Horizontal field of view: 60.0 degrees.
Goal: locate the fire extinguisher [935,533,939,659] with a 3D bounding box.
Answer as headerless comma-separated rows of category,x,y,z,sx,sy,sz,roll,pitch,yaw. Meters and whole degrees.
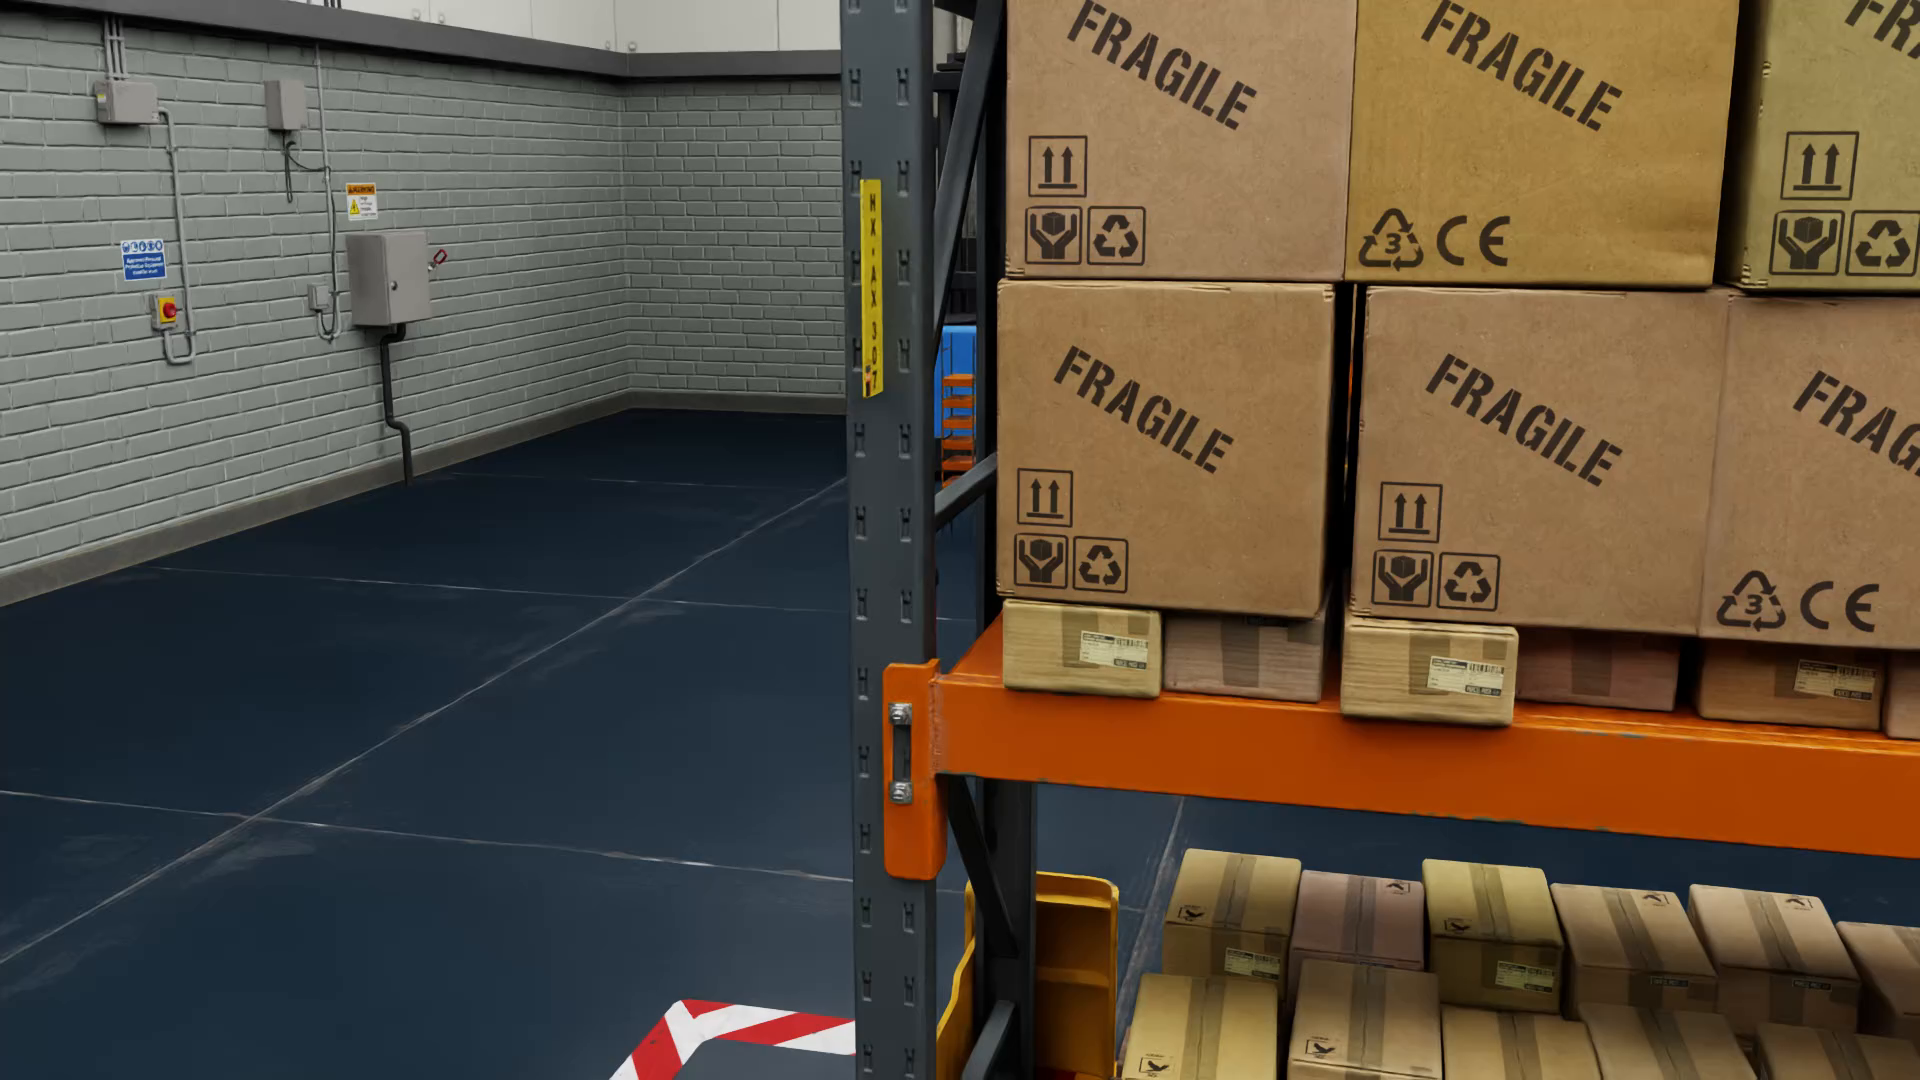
fire extinguisher,-0.138,0.034,3.696,0.183,0.674,0.296,3,13,14

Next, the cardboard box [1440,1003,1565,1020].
cardboard box,1.082,0.960,3.409,0.250,0.149,0.380,3,13,11

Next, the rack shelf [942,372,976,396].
rack shelf,0.014,-0.893,9.532,0.180,0.103,0.258,3,13,14

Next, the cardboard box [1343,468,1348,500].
cardboard box,1.749,-0.063,8.039,0.875,0.438,0.875,3,13,12

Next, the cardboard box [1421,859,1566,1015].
cardboard box,1.083,0.806,3.413,0.250,0.149,0.380,3,13,12

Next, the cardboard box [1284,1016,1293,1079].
cardboard box,0.557,1.094,3.489,0.250,0.149,0.380,3,13,14

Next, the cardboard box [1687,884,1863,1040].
cardboard box,1.594,0.835,3.282,0.250,0.149,0.380,4,13,16

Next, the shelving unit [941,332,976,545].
shelving unit,0.014,-0.585,9.600,0.189,1.200,0.258,3,13,14

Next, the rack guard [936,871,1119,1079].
rack guard,0.070,1.148,3.404,0.348,0.500,1.175,3,13,14

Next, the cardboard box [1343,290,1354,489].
cardboard box,0.494,-0.301,3.247,0.500,0.500,0.500,3,13,15

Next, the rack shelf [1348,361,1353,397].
rack shelf,3.026,-0.667,7.477,4.000,0.370,1.077,3,13,14

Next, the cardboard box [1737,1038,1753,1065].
cardboard box,1.588,0.984,3.300,0.250,0.149,0.380,3,13,14

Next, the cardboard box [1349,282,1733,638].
cardboard box,0.892,-0.166,2.640,0.500,0.500,0.500,3,13,14

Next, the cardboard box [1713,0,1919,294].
cardboard box,1.360,-0.623,2.388,0.500,0.500,0.500,3,13,12

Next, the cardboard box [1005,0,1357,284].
cardboard box,0.369,-0.679,2.643,0.500,0.500,0.500,3,13,13

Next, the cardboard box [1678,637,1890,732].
cardboard box,1.280,0.166,2.640,0.250,0.149,0.380,3,13,13

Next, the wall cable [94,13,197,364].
wall cable,-4.396,-1.921,9.050,0.123,1.953,0.585,3,13,14

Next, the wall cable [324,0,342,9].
wall cable,-3.619,-5.047,11.620,0.133,3.039,2.988,3,13,14

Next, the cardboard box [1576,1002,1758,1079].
cardboard box,1.195,0.943,2.795,0.250,0.149,0.380,2,13,11

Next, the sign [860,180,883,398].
sign,-0.133,-0.385,2.543,0.005,0.325,0.100,3,13,14

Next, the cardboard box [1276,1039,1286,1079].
cardboard box,0.444,1.047,3.016,0.250,0.149,0.380,4,13,16

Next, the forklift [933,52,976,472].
forklift,0.327,-2.157,12.691,1.130,2.935,3.031,1,13,5

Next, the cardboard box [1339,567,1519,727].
cardboard box,0.738,0.162,2.658,0.250,0.149,0.380,3,13,12

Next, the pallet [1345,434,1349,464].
pallet,3.118,-0.760,12.671,1.213,0.211,1.003,3,13,14

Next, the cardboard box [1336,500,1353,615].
cardboard box,0.860,0.035,3.232,0.250,0.149,0.380,3,13,13

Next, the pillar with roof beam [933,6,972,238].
pillar with roof beam,-1.163,-4.519,9.327,0.400,9.000,9.100,3,13,14

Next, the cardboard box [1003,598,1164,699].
cardboard box,0.232,0.132,2.792,0.250,0.149,0.380,3,13,13

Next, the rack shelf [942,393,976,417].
rack shelf,0.014,-0.776,9.558,0.180,0.103,0.258,3,13,14

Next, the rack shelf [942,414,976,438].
rack shelf,0.014,-0.659,9.584,0.180,0.103,0.258,3,13,14

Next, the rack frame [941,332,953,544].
rack frame,-0.075,-0.590,9.622,0.006,1.200,0.240,3,13,14

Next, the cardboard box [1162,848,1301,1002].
cardboard box,0.571,0.795,3.466,0.250,0.149,0.380,3,13,14

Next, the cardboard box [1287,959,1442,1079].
cardboard box,0.720,0.908,2.955,0.250,0.149,0.380,3,13,15
